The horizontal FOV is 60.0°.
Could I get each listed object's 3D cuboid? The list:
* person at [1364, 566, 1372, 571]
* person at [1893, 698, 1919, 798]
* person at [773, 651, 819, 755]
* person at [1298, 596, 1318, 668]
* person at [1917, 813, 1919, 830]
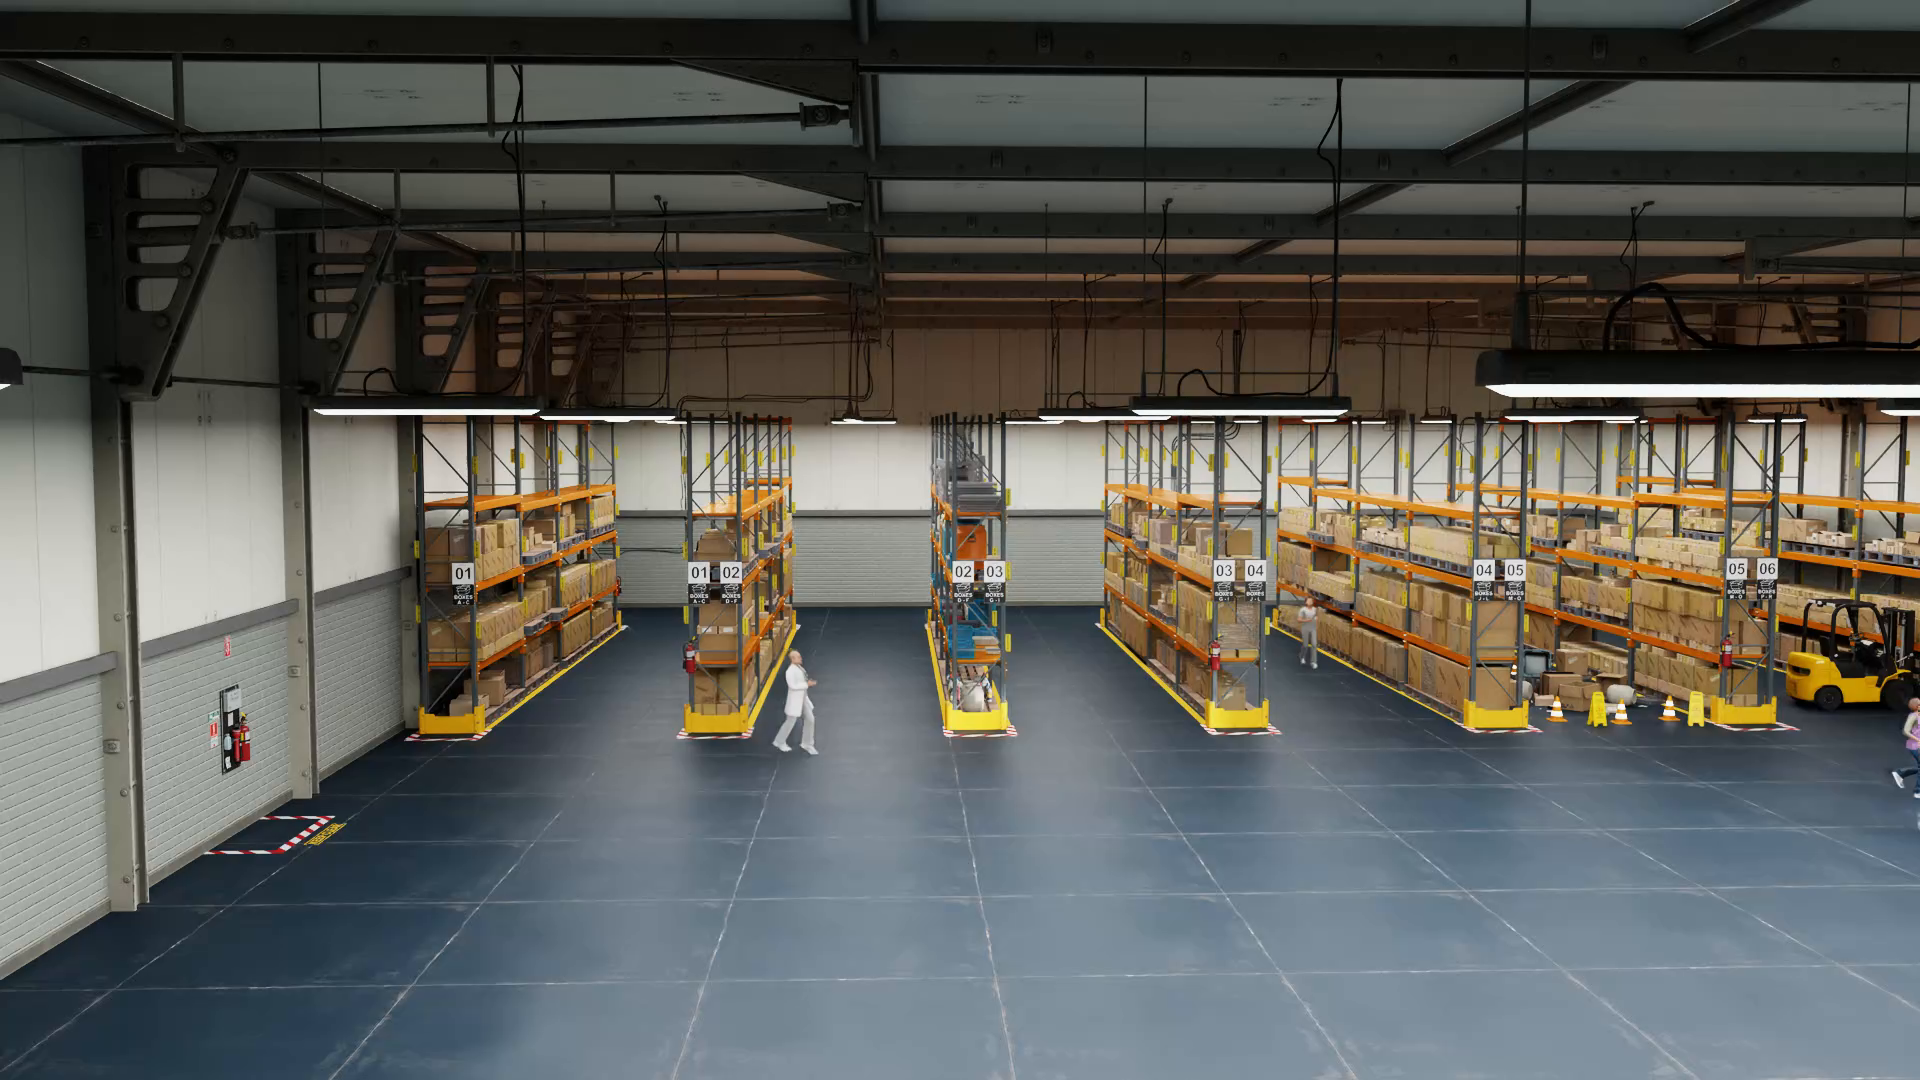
[{"bbox_3d":[12.161,1.585,49.194,0.740,1.638,0.612,0,4,-1],"label":"person"},{"bbox_3d":[14.716,3.199,25.656,0.538,1.549,0.608,-4,5,-44],"label":"person"},{"bbox_3d":[-2.883,2.848,29.063,0.844,1.838,0.675,2,4,24],"label":"person"},{"bbox_3d":[8.295,2.165,39.526,0.570,1.664,0.908,0,4,-7],"label":"person"},{"bbox_3d":[13.814,3.259,23.374,0.574,1.729,0.706,2,4,28],"label":"person"}]
